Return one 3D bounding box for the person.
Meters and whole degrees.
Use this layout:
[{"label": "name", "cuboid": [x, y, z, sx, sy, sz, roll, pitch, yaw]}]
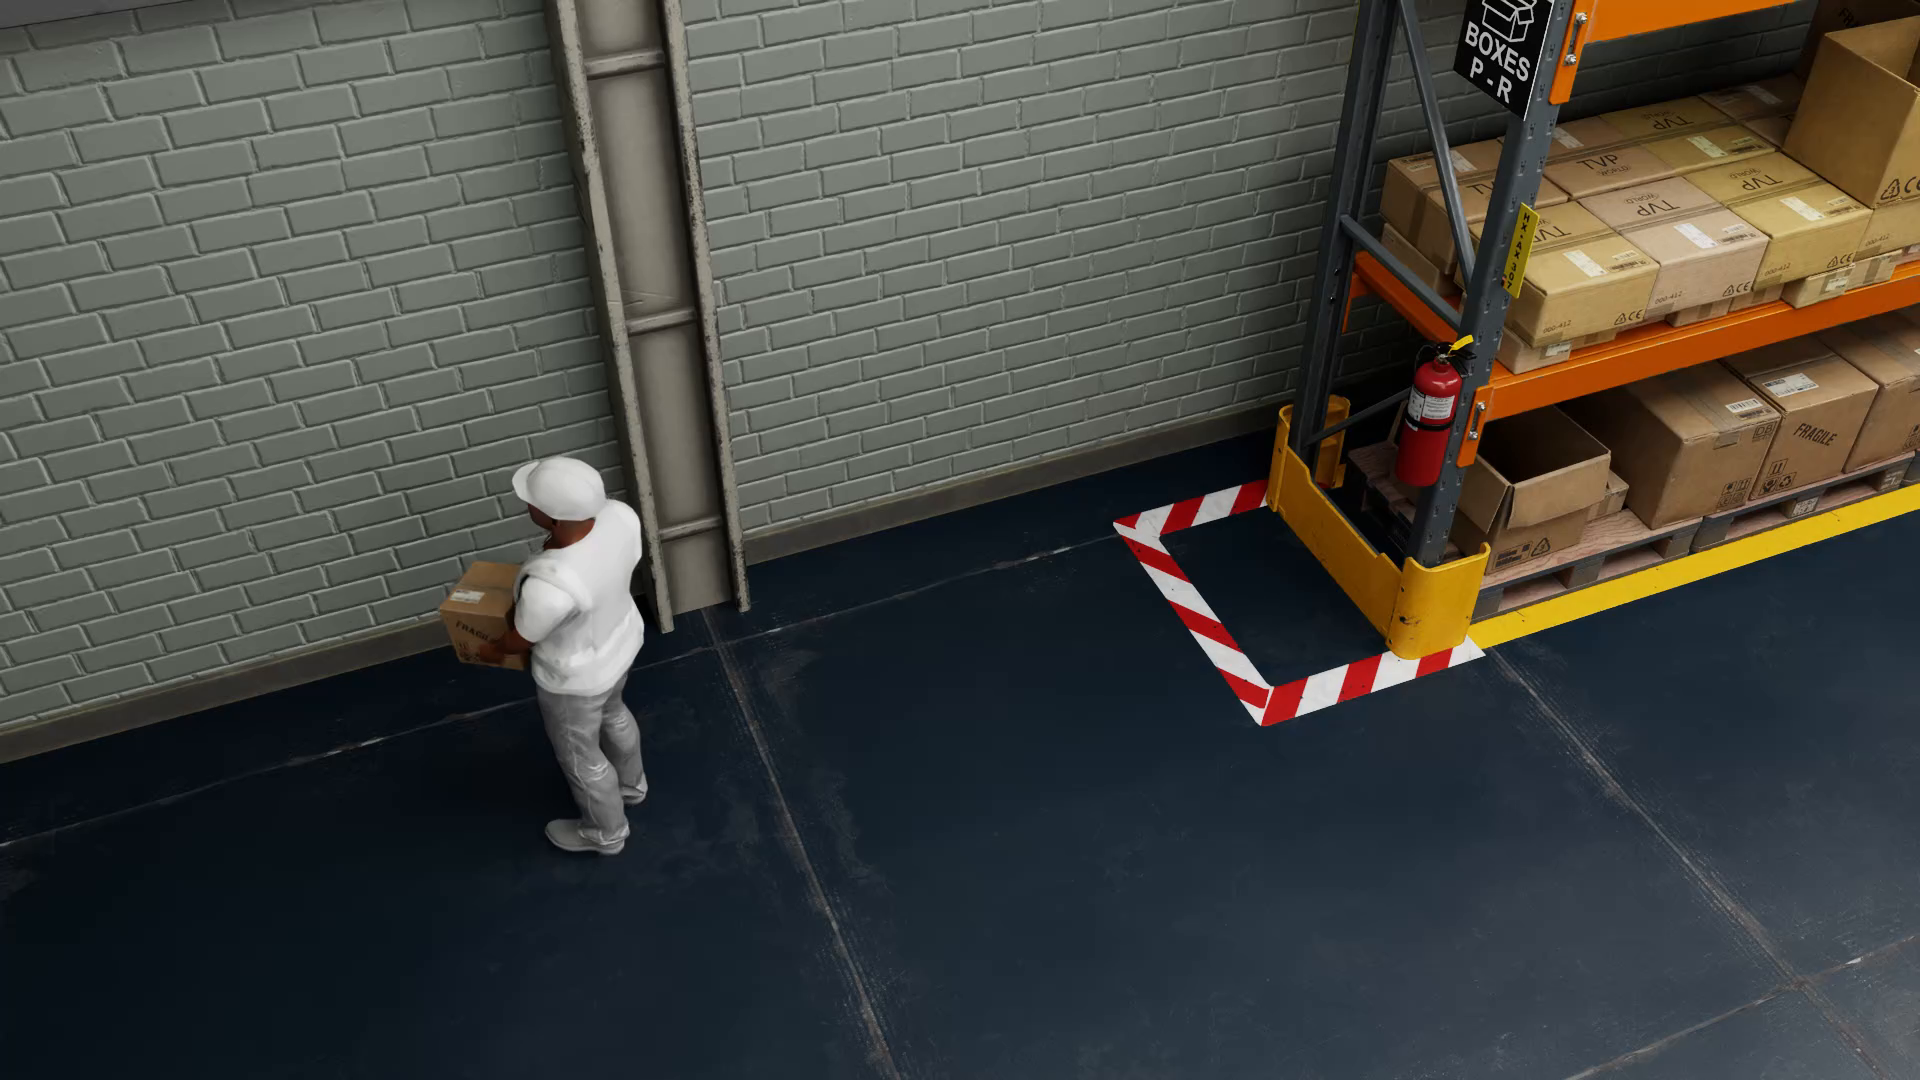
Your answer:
[{"label": "person", "cuboid": [-1.363, 0.380, 5.711, 0.573, 1.769, 0.513, 14, 43, 15]}]
